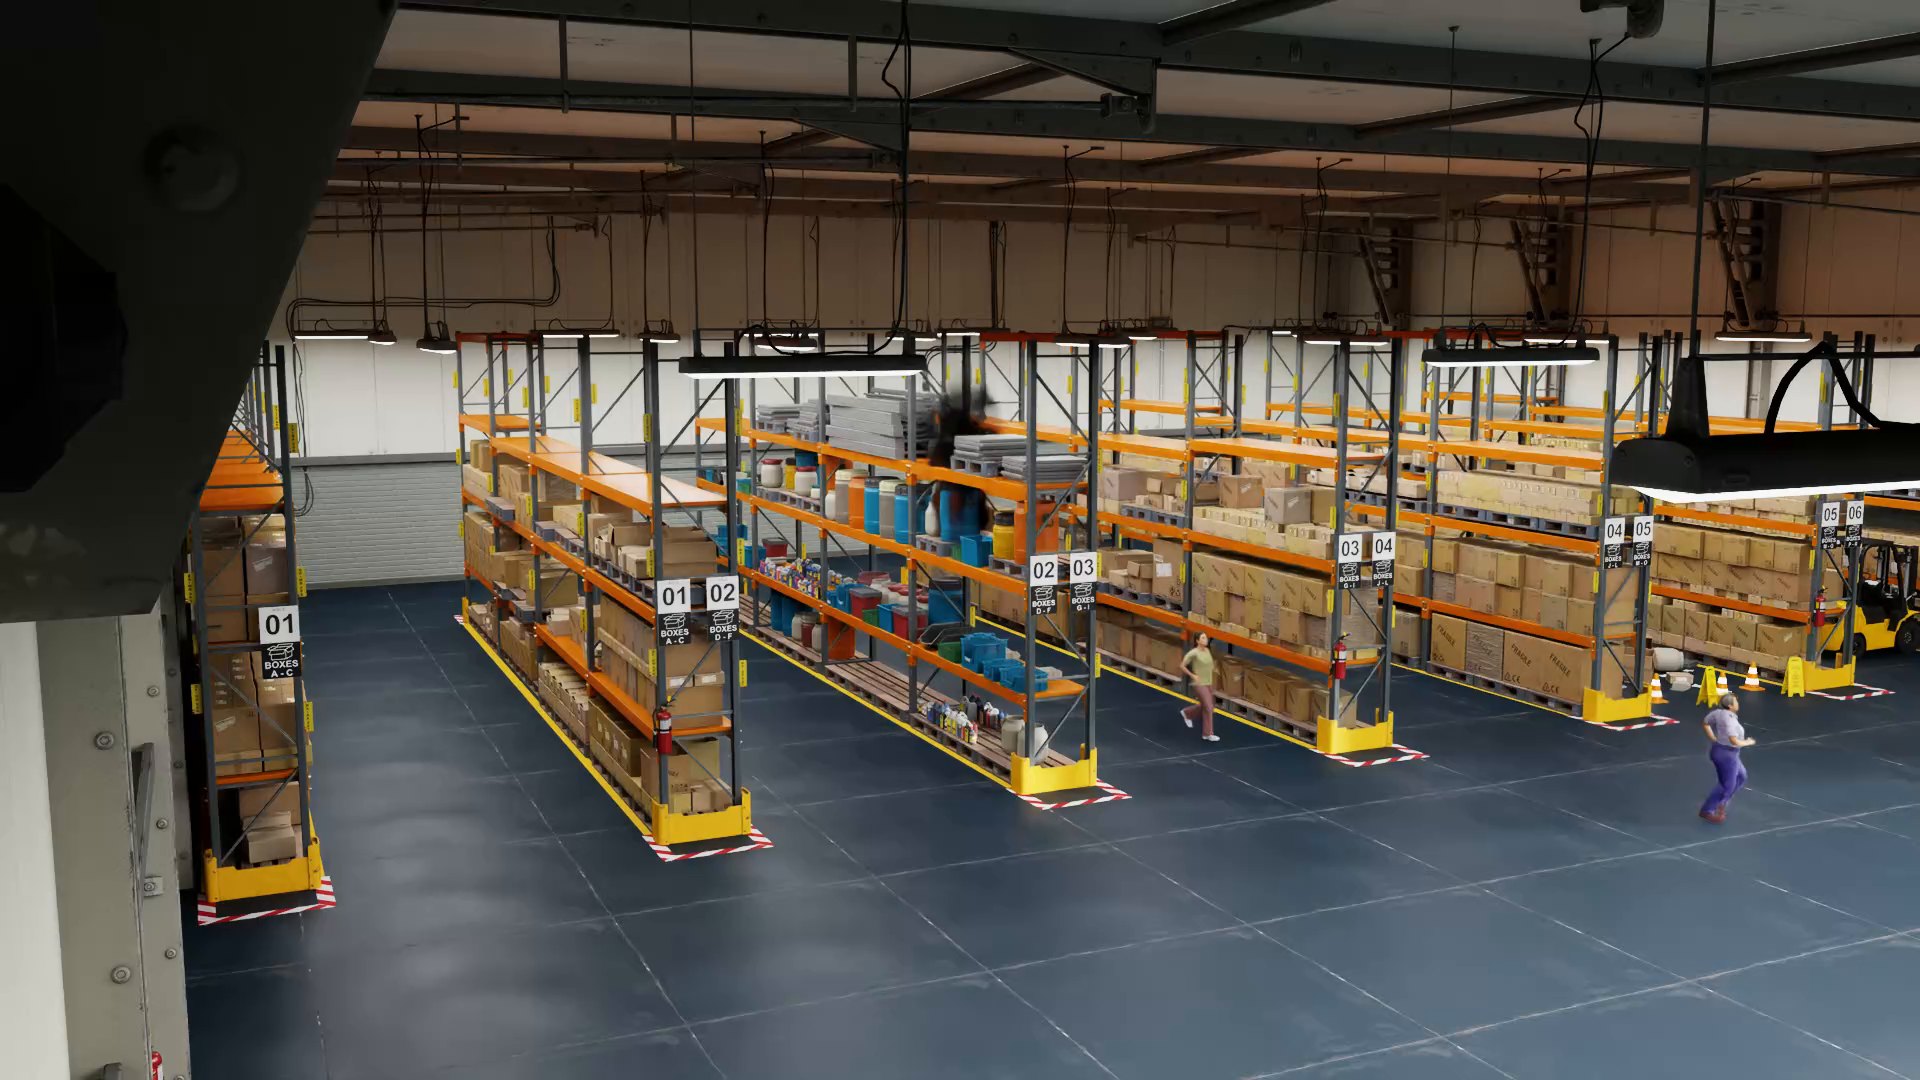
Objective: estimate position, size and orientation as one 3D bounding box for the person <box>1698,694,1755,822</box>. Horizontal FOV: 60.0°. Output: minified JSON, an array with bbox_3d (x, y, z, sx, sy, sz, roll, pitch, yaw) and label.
[{"bbox_3d":[9.597,2.728,20.805,0.604,1.641,0.667,1,8,8],"label":"person"}]

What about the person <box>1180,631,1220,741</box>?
[{"bbox_3d":[3.595,2.165,24.961,0.588,1.632,0.793,-7,10,-42],"label":"person"}]

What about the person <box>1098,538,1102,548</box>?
[{"bbox_3d":[3.003,0.398,38.086,0.584,1.667,0.652,-3,8,-20],"label":"person"}]
